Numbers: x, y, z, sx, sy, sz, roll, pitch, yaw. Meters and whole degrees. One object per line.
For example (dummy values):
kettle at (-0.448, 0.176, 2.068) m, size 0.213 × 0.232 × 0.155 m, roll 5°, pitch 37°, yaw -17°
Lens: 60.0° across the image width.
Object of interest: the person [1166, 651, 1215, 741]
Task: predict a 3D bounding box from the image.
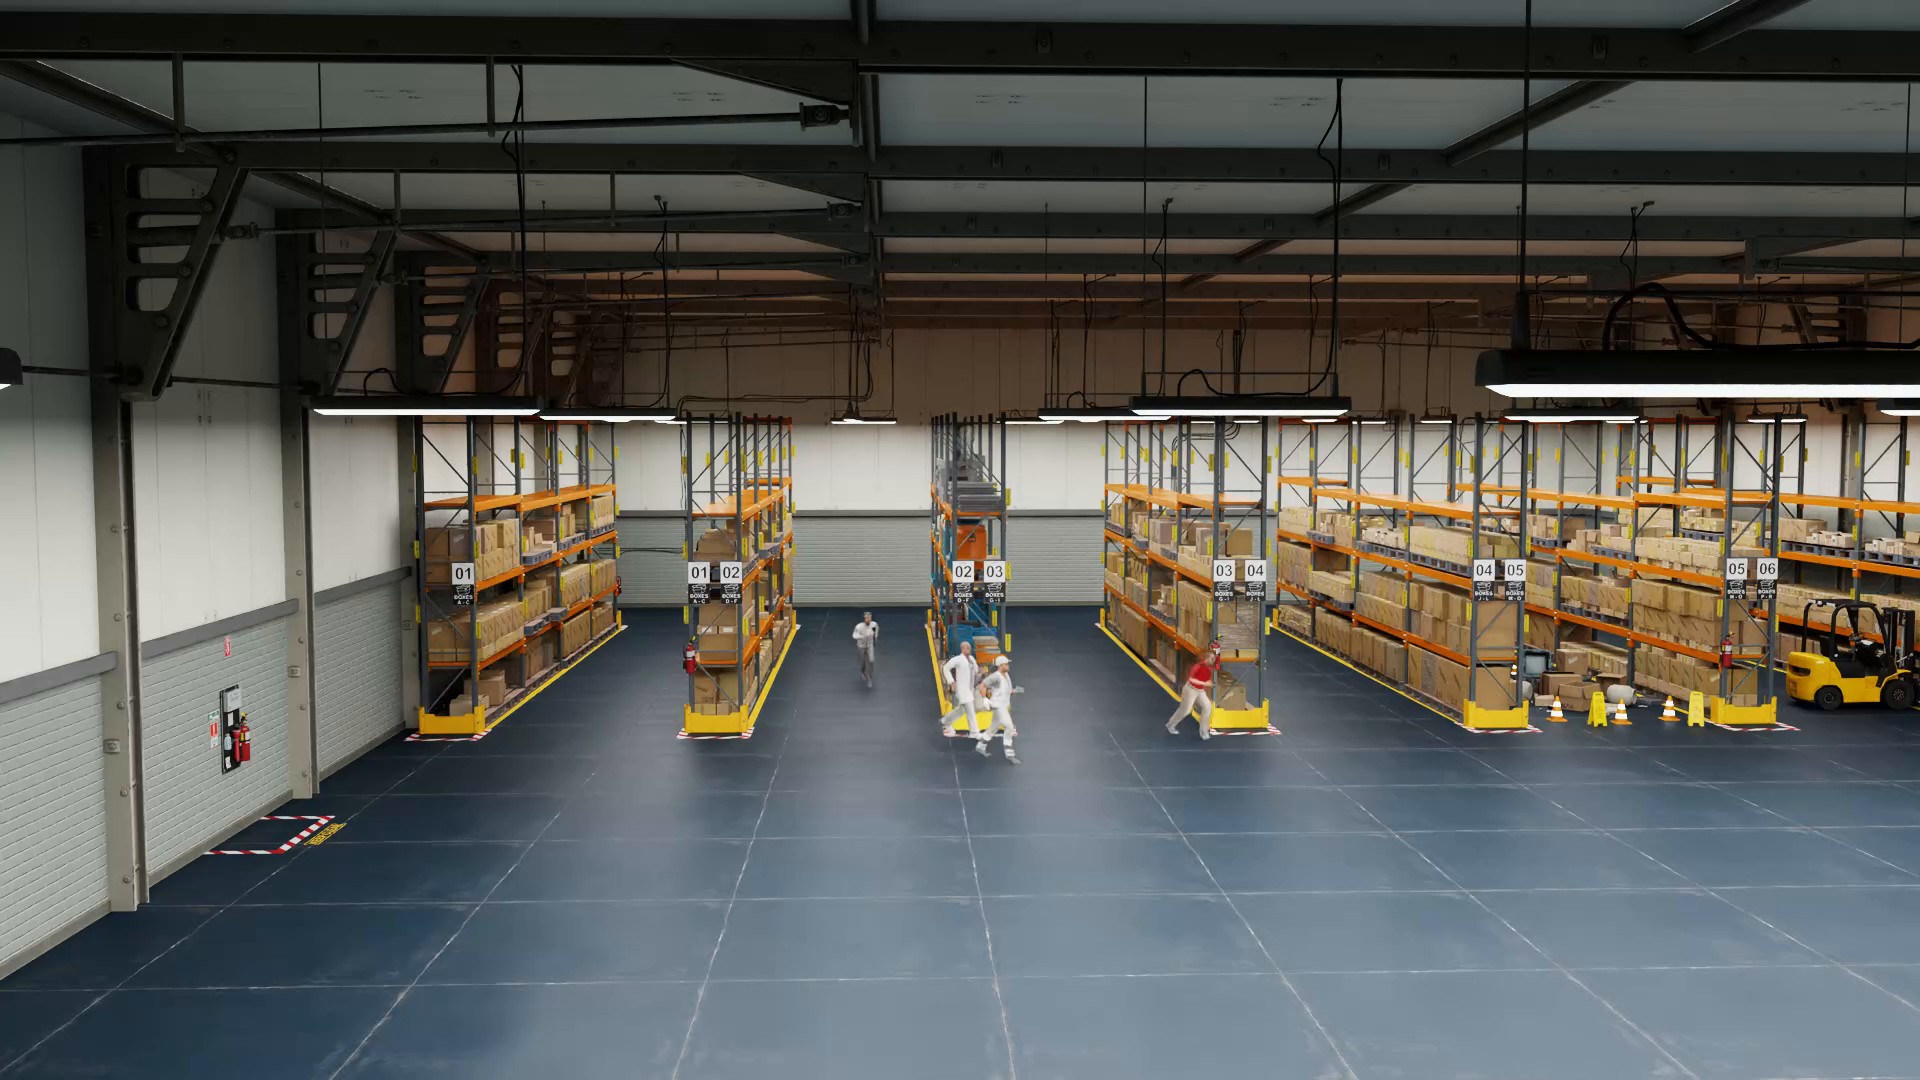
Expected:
person at (4.266, 2.855, 30.593) m, size 1.014 × 1.685 × 0.707 m, roll 3°, pitch 5°, yaw 39°

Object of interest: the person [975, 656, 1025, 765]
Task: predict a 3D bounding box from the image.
person at (0.660, 2.884, 28.342) m, size 0.895 × 1.835 × 0.650 m, roll 1°, pitch 4°, yaw 20°

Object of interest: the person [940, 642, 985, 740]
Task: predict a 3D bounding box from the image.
person at (0.064, 2.729, 30.382) m, size 1.061 × 1.762 × 0.701 m, roll 3°, pitch 5°, yaw 33°

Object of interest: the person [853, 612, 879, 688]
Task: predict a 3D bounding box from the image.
person at (-2.086, 2.400, 36.787) m, size 0.604 × 1.701 × 0.912 m, roll -1°, pitch 4°, yaw -10°
